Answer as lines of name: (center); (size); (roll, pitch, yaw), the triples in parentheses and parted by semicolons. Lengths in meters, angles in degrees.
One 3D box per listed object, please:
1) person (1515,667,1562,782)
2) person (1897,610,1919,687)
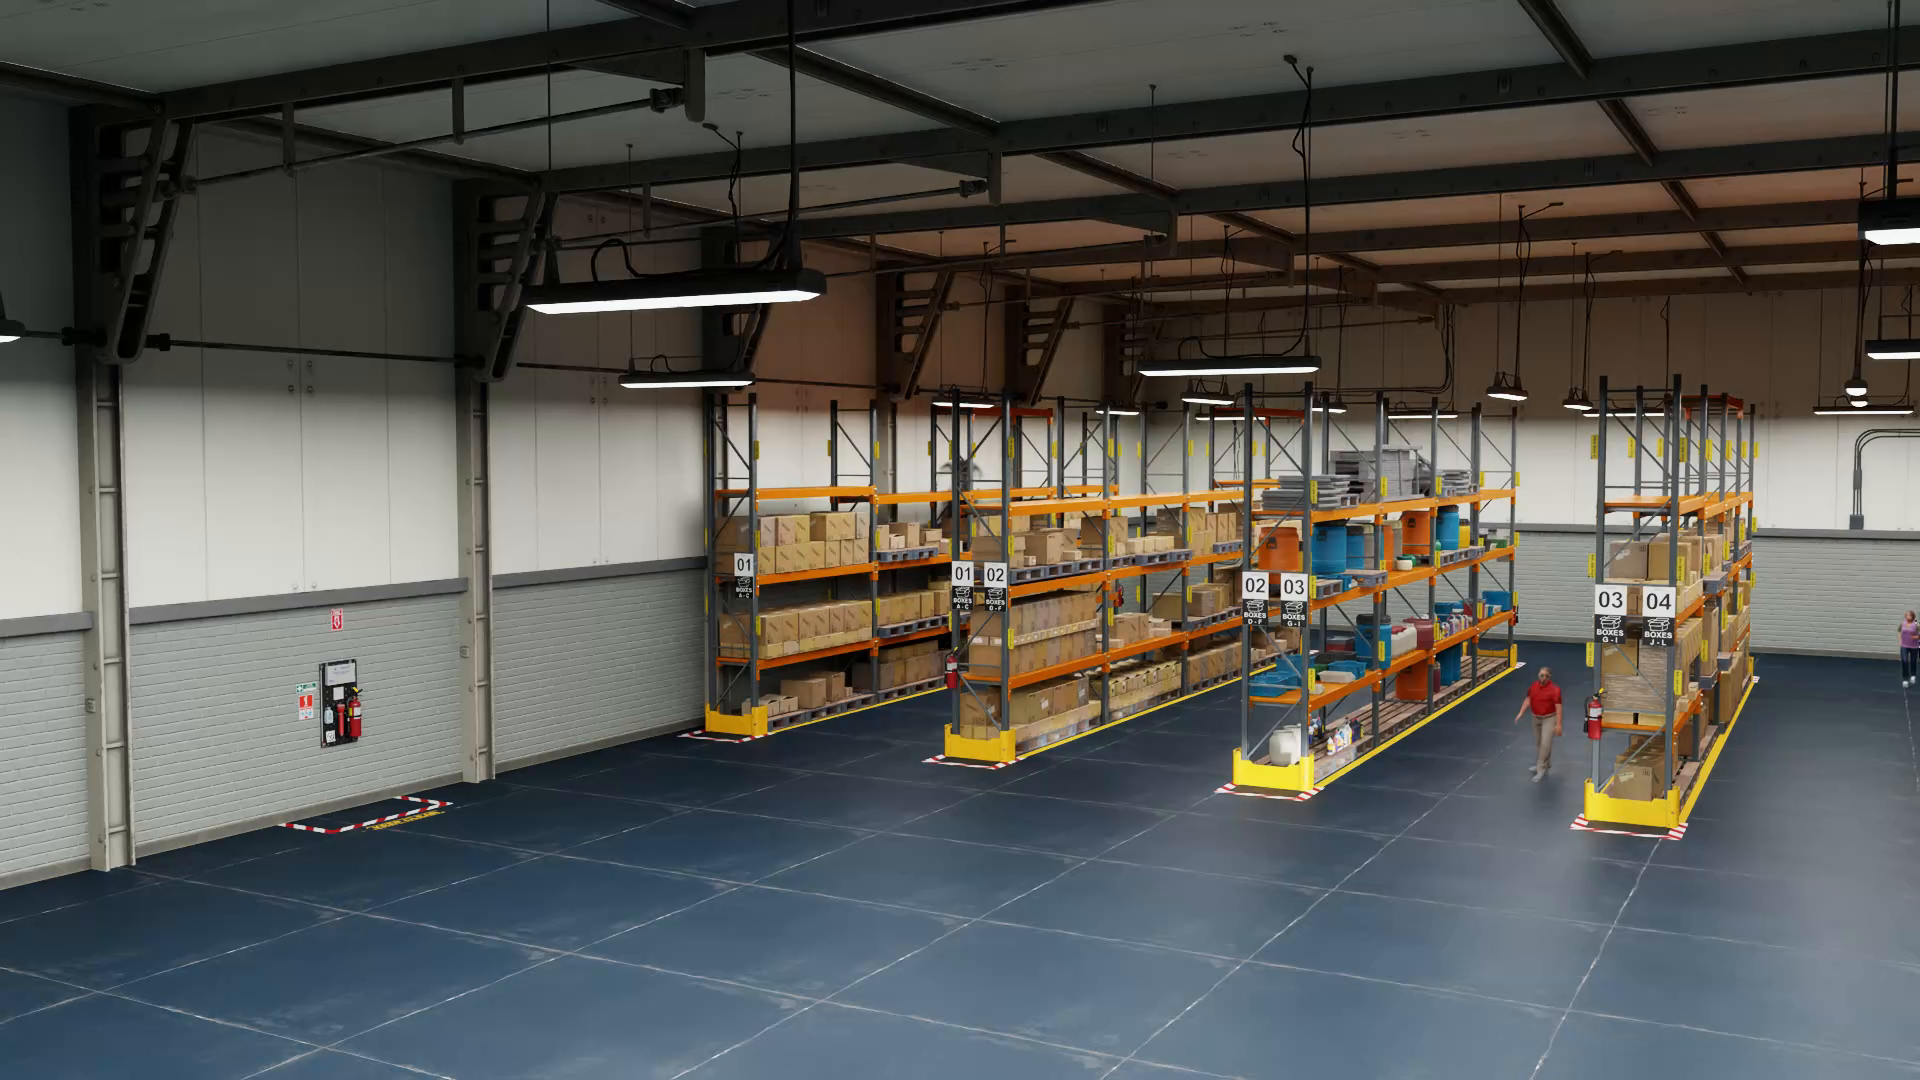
person: (8.895, 2.783, 25.453); (0.782, 1.722, 0.716); (-2, 3, -27)
person: (20.059, 2.282, 35.127); (0.533, 1.589, 0.815); (2, 4, 36)
